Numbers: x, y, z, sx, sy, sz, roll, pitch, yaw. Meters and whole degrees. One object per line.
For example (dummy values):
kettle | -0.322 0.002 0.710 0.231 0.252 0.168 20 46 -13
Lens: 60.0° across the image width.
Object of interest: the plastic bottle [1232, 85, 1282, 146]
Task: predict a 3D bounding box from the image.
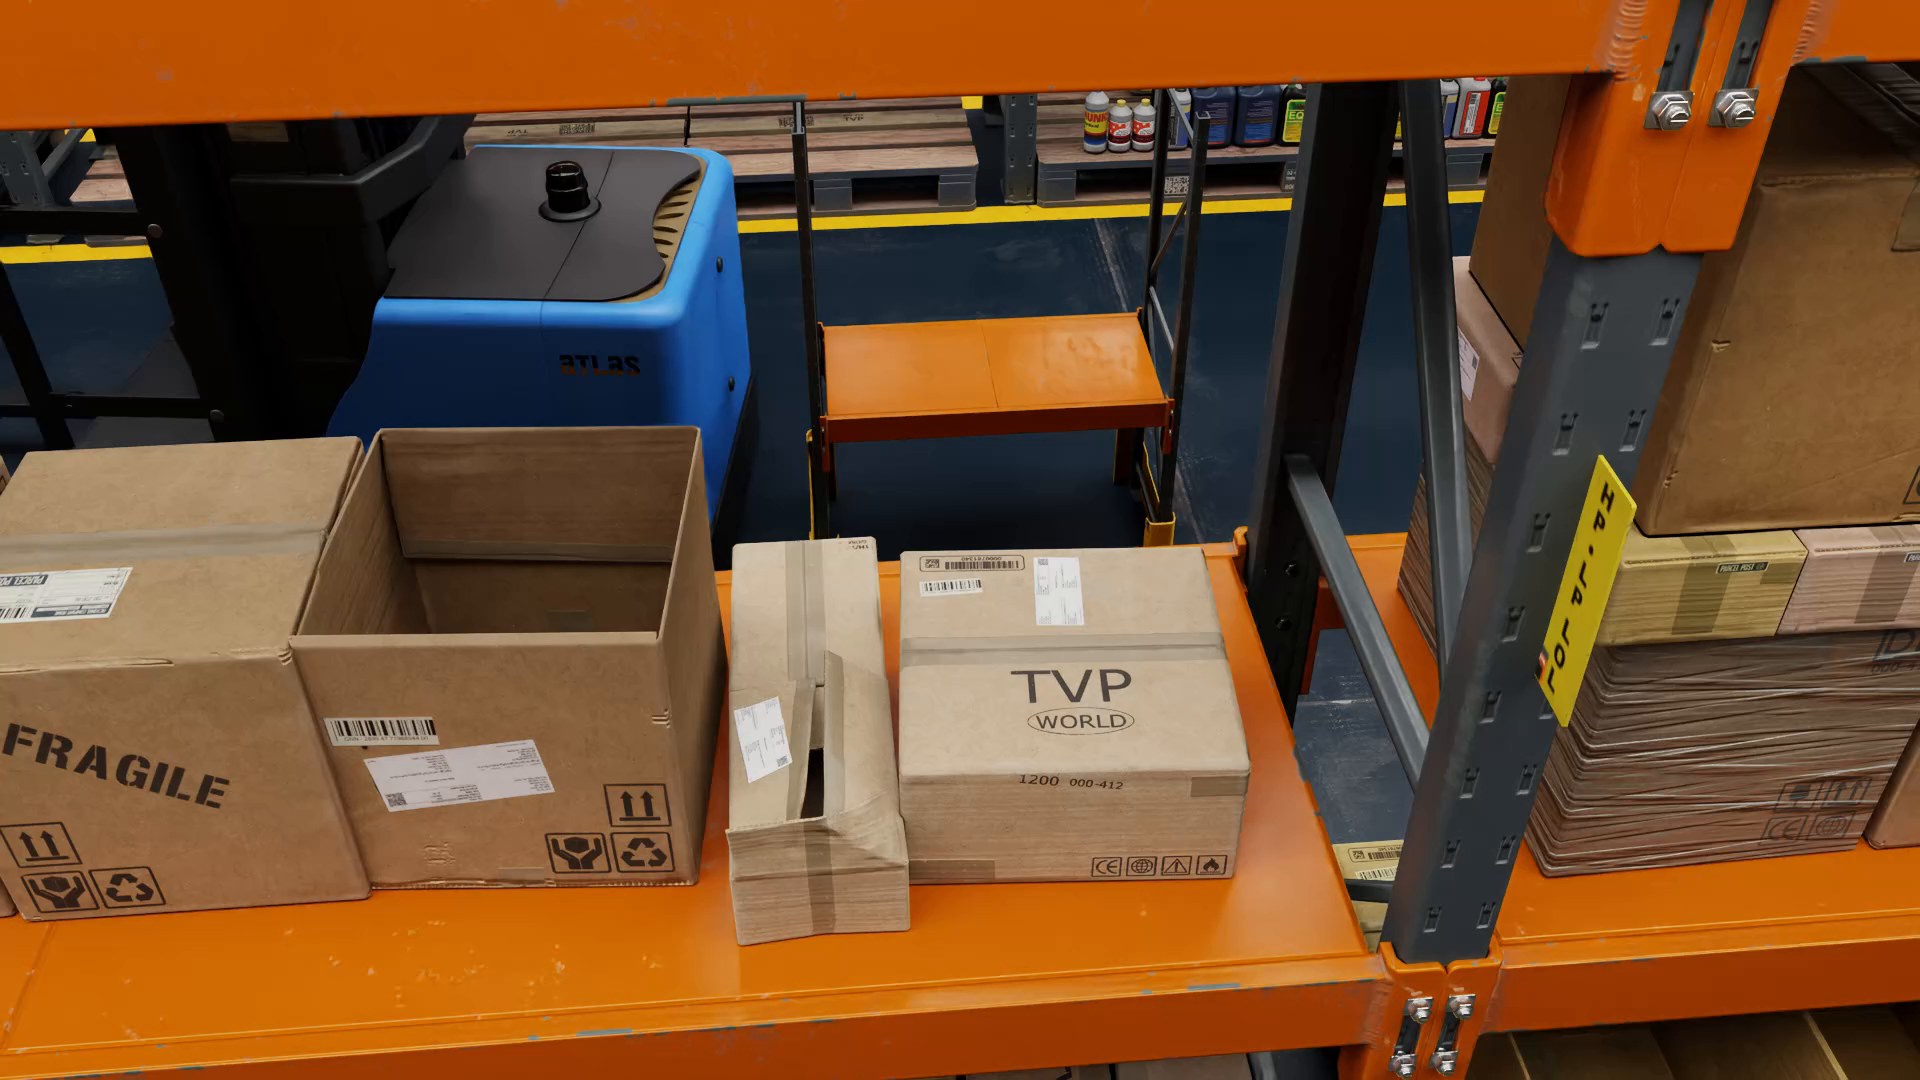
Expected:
plastic bottle | 1.238 -1.837 6.940 0.185 0.351 0.144 -5 39 -6

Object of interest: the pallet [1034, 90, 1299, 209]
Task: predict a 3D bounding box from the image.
pallet | 0.882 -1.822 7.389 1.213 0.211 1.003 -3 38 -4

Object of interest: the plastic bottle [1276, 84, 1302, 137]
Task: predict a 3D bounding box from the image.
plastic bottle | 1.381 -1.837 7.004 0.097 0.271 0.097 0 38 0

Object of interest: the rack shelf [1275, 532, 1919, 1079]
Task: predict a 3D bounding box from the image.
rack shelf | 2.636 0.324 2.999 4.000 0.370 1.077 -3 38 -4

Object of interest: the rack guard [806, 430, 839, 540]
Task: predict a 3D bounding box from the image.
rack guard | -0.420 -0.075 5.143 0.087 0.250 0.587 -3 38 -4

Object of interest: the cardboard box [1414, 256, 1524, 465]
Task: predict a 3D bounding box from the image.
cardboard box | 0.896 -0.290 2.592 0.250 0.149 0.380 -3 38 -4

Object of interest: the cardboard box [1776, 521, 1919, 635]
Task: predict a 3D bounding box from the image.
cardboard box | 1.179 -0.052 2.290 0.250 0.149 0.380 -3 38 -3

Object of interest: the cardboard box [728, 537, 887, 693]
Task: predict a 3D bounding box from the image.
cardboard box | -0.257 0.172 2.813 0.250 0.149 0.380 -3 38 -4

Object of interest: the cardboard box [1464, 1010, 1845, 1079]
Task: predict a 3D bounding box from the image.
cardboard box | 1.134 0.939 2.914 0.500 0.500 0.500 -3 38 -4

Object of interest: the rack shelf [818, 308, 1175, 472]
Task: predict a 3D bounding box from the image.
rack shelf | 0.085 -0.452 4.903 1.000 0.185 0.538 -3 38 -4

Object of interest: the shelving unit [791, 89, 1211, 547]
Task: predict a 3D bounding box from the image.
shelving unit | 0.076 -0.593 4.791 1.083 1.500 0.587 -3 38 -4

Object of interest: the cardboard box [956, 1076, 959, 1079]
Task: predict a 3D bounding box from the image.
cardboard box | 0.257 1.267 3.103 0.500 0.250 0.500 -3 38 -4

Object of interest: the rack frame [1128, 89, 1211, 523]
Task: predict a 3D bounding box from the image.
rack frame | 0.591 -0.621 4.827 0.032 1.500 0.500 -3 38 -4

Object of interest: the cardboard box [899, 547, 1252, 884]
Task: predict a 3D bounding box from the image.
cardboard box | 0.158 0.264 2.615 0.500 0.250 0.500 -1 38 -1

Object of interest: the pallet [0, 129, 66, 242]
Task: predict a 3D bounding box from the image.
pallet | -4.557 -1.522 7.009 1.213 0.211 1.003 -3 38 -4

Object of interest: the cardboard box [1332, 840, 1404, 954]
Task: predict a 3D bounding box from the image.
cardboard box | 1.087 0.905 3.562 0.500 0.250 0.500 -3 38 -4

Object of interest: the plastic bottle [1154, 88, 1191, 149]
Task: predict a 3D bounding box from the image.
plastic bottle | 0.885 -1.791 6.942 0.135 0.276 0.152 -2 38 -2

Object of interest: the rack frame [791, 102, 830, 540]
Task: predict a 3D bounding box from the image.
rack frame | -0.421 -0.566 4.756 0.032 1.500 0.500 -3 38 -4

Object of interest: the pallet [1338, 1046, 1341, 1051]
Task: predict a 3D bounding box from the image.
pallet | 1.440 1.228 3.523 1.213 0.211 1.003 -3 38 -4

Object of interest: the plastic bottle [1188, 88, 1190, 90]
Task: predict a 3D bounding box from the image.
plastic bottle | 1.037 -1.916 7.039 0.185 0.351 0.144 -3 38 -4

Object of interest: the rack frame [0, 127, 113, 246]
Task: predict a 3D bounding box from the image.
rack frame | -3.775 -2.686 6.233 0.127 3.000 1.000 -3 38 -4

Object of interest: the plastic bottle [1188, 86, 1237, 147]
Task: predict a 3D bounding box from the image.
plastic bottle | 1.050 -1.827 6.927 0.185 0.351 0.144 -2 38 -3

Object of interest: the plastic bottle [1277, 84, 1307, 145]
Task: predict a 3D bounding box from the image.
plastic bottle | 1.406 -1.794 6.940 0.133 0.283 0.061 -2 38 -2

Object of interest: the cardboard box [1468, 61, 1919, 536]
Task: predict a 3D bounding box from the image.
cardboard box | 1.086 -0.426 2.240 0.500 0.500 0.700 -3 38 -4

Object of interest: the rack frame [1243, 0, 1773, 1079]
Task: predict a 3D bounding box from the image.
rack frame | 0.644 0.151 2.637 0.127 3.000 1.000 -3 38 -4

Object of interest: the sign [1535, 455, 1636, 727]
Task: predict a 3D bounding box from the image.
sign | 0.702 0.062 1.879 0.005 0.325 0.100 -3 38 -4

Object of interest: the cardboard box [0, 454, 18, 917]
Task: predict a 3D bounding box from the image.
cardboard box | -1.670 0.229 2.458 0.500 0.500 0.500 -5 39 -6

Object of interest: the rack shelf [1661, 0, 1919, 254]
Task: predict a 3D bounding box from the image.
rack shelf | 2.636 -0.854 2.070 4.000 0.370 1.077 -3 38 -4

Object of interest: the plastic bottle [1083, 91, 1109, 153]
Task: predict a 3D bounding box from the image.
plastic bottle | 0.565 -1.754 6.899 0.097 0.271 0.097 0 38 0

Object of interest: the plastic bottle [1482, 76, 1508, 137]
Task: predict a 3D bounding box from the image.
plastic bottle | 2.288 -1.842 7.001 0.133 0.283 0.061 -2 38 -3

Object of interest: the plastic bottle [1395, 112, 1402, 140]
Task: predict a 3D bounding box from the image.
plastic bottle | 1.847 -1.870 6.982 0.185 0.351 0.144 -2 38 -2

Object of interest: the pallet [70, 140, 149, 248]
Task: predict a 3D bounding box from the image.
pallet | -3.000 -1.610 7.120 1.213 0.211 1.003 -3 38 -4

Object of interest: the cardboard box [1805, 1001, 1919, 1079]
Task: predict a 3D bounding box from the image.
cardboard box | 1.631 0.906 2.955 0.500 0.500 0.500 -3 38 -4

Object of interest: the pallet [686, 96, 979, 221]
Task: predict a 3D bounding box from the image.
pallet | -0.570 -1.744 7.290 1.213 0.211 1.003 -3 38 -4

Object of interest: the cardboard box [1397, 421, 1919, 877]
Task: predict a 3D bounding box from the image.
cardboard box | 1.086 0.083 2.642 0.500 0.500 0.700 -4 38 -5

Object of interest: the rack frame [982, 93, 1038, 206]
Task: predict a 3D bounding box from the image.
rack frame | 0.209 -2.906 6.511 0.127 3.000 1.000 -3 38 -4

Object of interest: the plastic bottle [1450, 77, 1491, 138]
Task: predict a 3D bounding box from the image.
plastic bottle | 2.149 -1.860 7.030 0.135 0.276 0.152 -3 38 -4

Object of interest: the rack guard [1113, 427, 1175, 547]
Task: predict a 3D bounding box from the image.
rack guard | 0.572 -0.130 5.212 0.087 0.250 0.587 -3 38 -4

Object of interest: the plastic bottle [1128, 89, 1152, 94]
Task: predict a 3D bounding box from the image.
plastic bottle | 0.838 -2.163 7.353 0.185 0.351 0.144 -3 38 -4

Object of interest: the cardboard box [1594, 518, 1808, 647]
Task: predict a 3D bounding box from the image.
cardboard box | 0.929 -0.038 2.273 0.250 0.149 0.380 -3 38 -4

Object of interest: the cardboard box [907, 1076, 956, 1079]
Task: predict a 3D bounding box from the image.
cardboard box | -0.252 1.077 2.892 0.500 0.311 0.500 -2 38 -3

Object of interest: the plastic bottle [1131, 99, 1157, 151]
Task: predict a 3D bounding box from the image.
plastic bottle | 0.768 -1.738 6.935 0.097 0.201 0.097 0 38 0

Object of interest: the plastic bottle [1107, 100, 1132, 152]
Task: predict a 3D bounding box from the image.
plastic bottle | 0.667 -1.732 6.928 0.097 0.201 0.097 0 38 0

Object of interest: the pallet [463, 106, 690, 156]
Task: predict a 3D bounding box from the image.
pallet | -1.788 -1.675 7.202 1.213 0.211 1.003 -3 38 -4

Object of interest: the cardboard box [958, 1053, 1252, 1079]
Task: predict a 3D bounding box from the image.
cardboard box | 0.266 1.044 2.933 0.500 0.311 0.500 -3 38 -4

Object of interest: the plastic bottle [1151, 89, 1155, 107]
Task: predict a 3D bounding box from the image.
plastic bottle | 0.875 -1.859 7.022 0.133 0.283 0.061 -3 38 -4

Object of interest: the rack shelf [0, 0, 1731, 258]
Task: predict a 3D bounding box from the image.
rack shelf | -1.348 -0.635 1.792 4.000 0.370 1.077 -3 38 -4

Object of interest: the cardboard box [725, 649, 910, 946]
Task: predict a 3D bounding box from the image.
cardboard box | -0.215 0.365 2.474 0.258 0.266 0.396 -4 38 -5

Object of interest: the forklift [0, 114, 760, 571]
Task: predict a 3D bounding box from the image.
forklift | -2.202 -1.234 4.447 3.031 2.935 1.130 1 38 2

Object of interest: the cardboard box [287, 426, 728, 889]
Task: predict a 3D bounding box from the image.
cardboard box | -0.647 0.173 2.529 0.500 0.500 0.500 -1 38 -1

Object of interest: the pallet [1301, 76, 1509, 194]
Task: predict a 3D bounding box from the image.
pallet | 2.100 -1.891 7.476 1.213 0.211 1.003 -3 38 -4

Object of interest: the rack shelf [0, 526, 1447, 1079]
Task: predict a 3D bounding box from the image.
rack shelf | -1.348 0.543 2.721 4.000 0.370 1.077 -3 38 -4

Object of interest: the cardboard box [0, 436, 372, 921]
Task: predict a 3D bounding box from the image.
cardboard box | -1.146 0.200 2.494 0.500 0.500 0.500 -3 38 -4

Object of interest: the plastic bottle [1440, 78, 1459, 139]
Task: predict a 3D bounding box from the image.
plastic bottle | 2.011 -1.853 7.020 0.135 0.276 0.152 -4 38 -5

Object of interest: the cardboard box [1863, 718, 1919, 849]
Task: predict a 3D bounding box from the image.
cardboard box | 1.610 0.050 2.684 0.500 0.500 0.700 -4 38 -4
